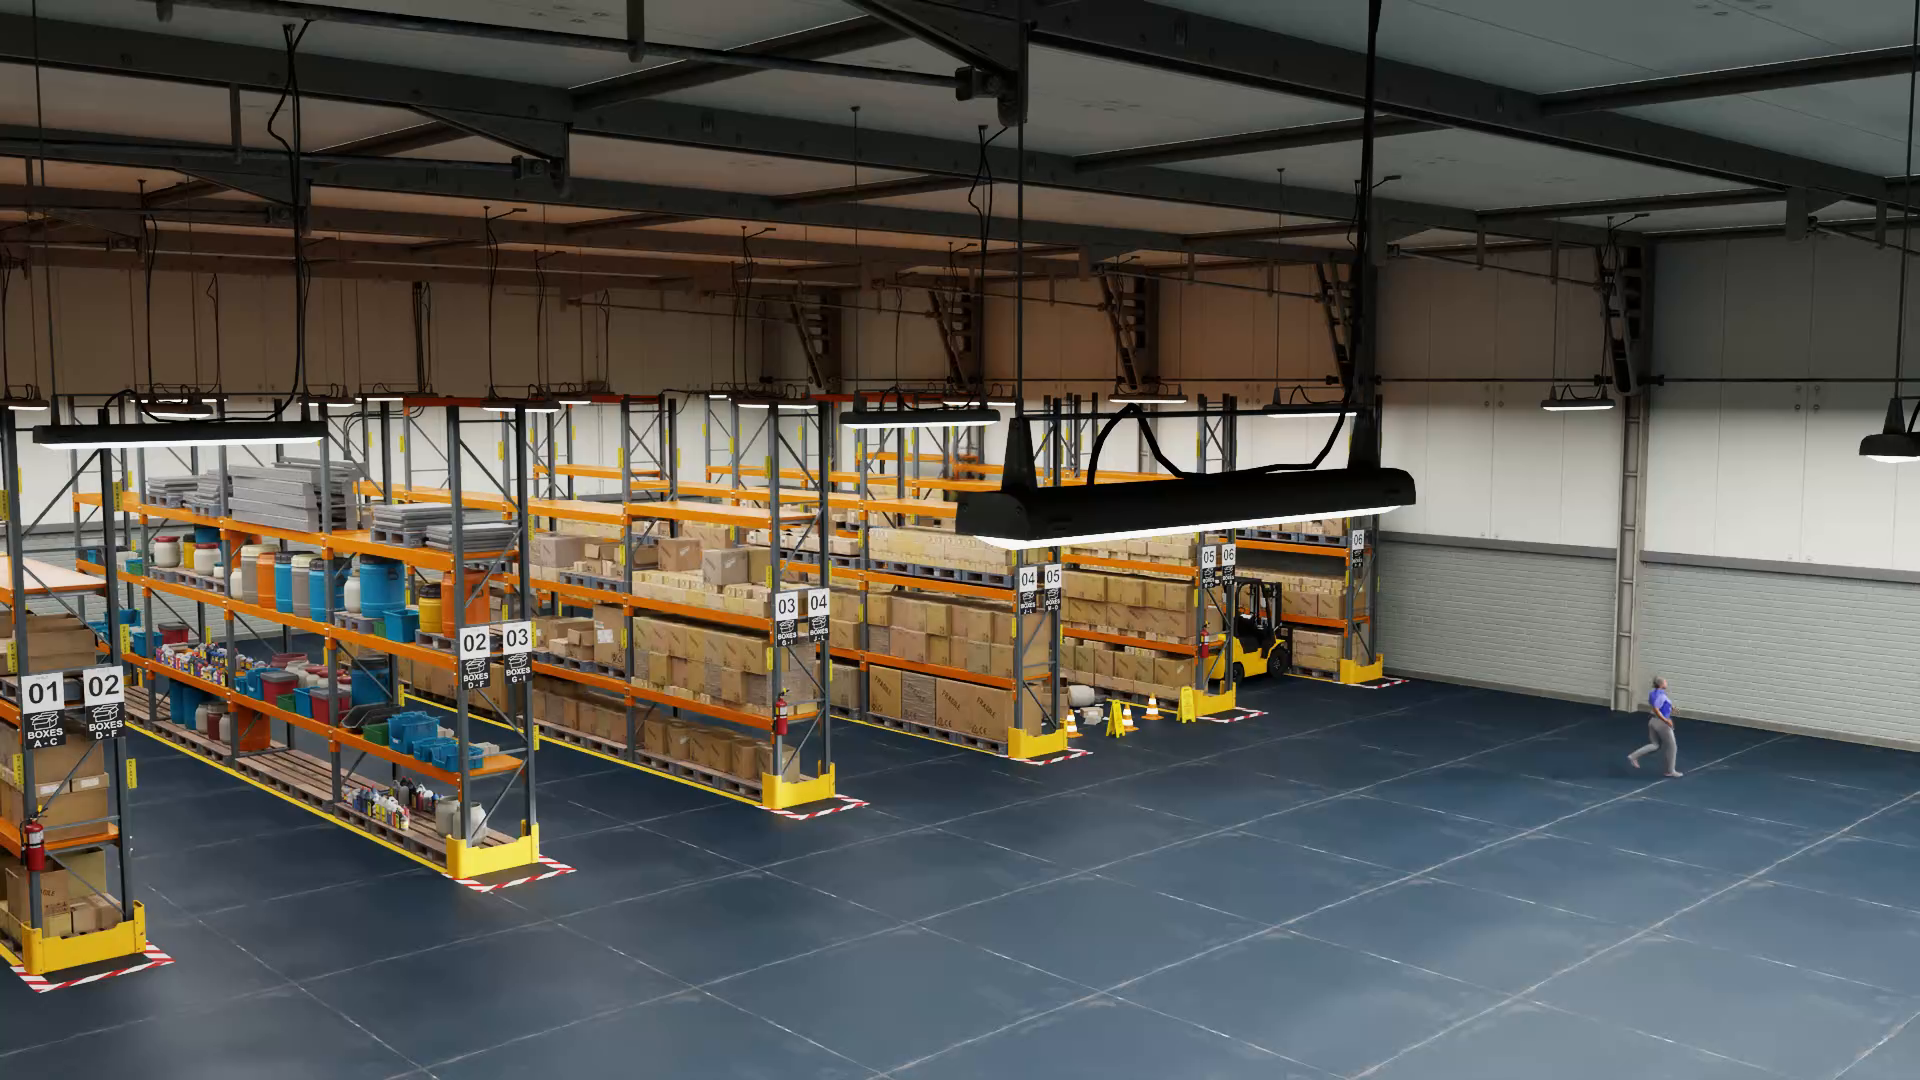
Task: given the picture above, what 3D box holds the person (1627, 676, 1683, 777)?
[{"bbox_3d":[11.102,2.960,26.453,0.850,1.624,0.588,0,6,0],"label":"person"}]
